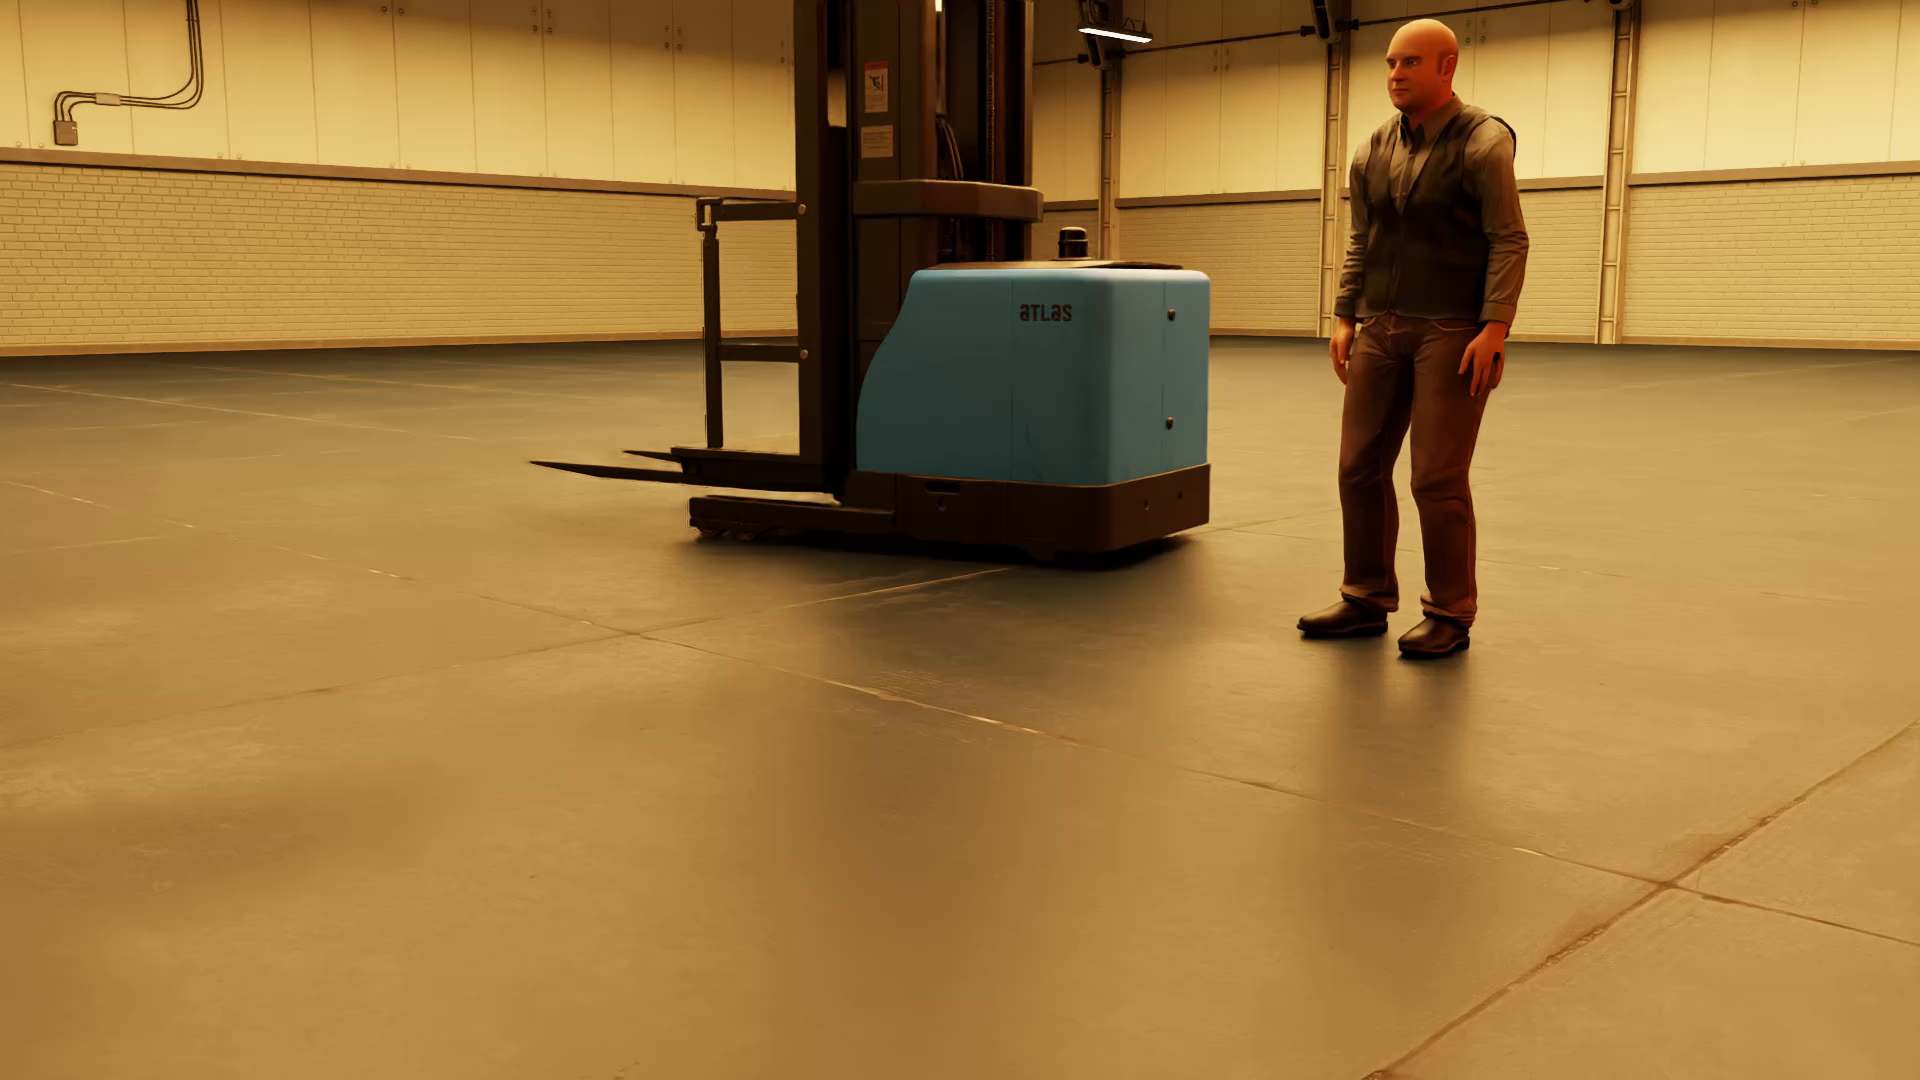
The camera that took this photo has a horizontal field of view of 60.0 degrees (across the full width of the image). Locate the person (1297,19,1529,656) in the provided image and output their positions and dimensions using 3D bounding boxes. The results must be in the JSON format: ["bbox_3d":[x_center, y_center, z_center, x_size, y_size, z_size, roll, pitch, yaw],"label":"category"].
[{"bbox_3d":[1.300,-0.559,4.658,0.423,1.719,0.582,-6,11,-36],"label":"person"}]

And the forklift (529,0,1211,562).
[{"bbox_3d":[-0.513,-1.511,6.906,3.031,2.935,1.130,5,10,32],"label":"forklift"}]
